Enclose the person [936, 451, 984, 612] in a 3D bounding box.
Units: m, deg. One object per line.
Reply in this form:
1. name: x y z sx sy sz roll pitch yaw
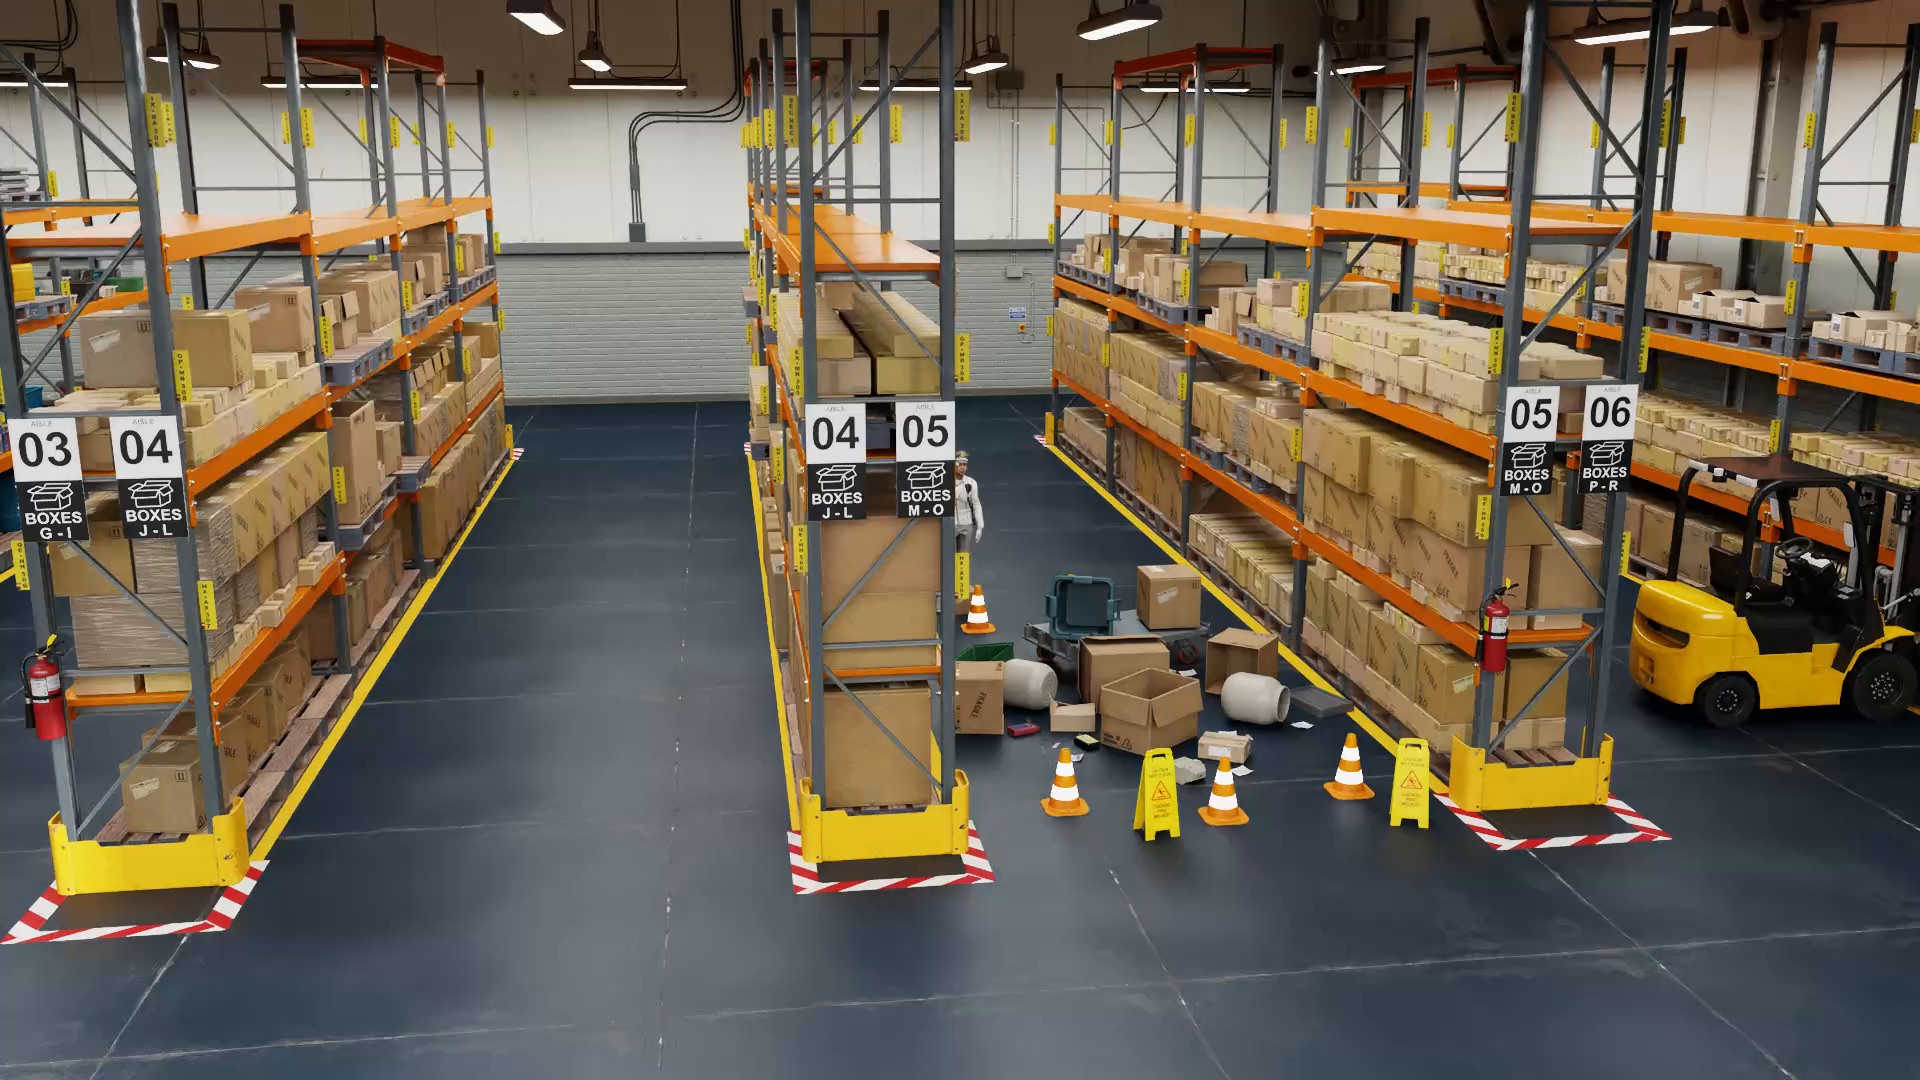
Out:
1. person: -0.028 -0.109 17.837 0.588 1.696 0.532 -2 13 -8
